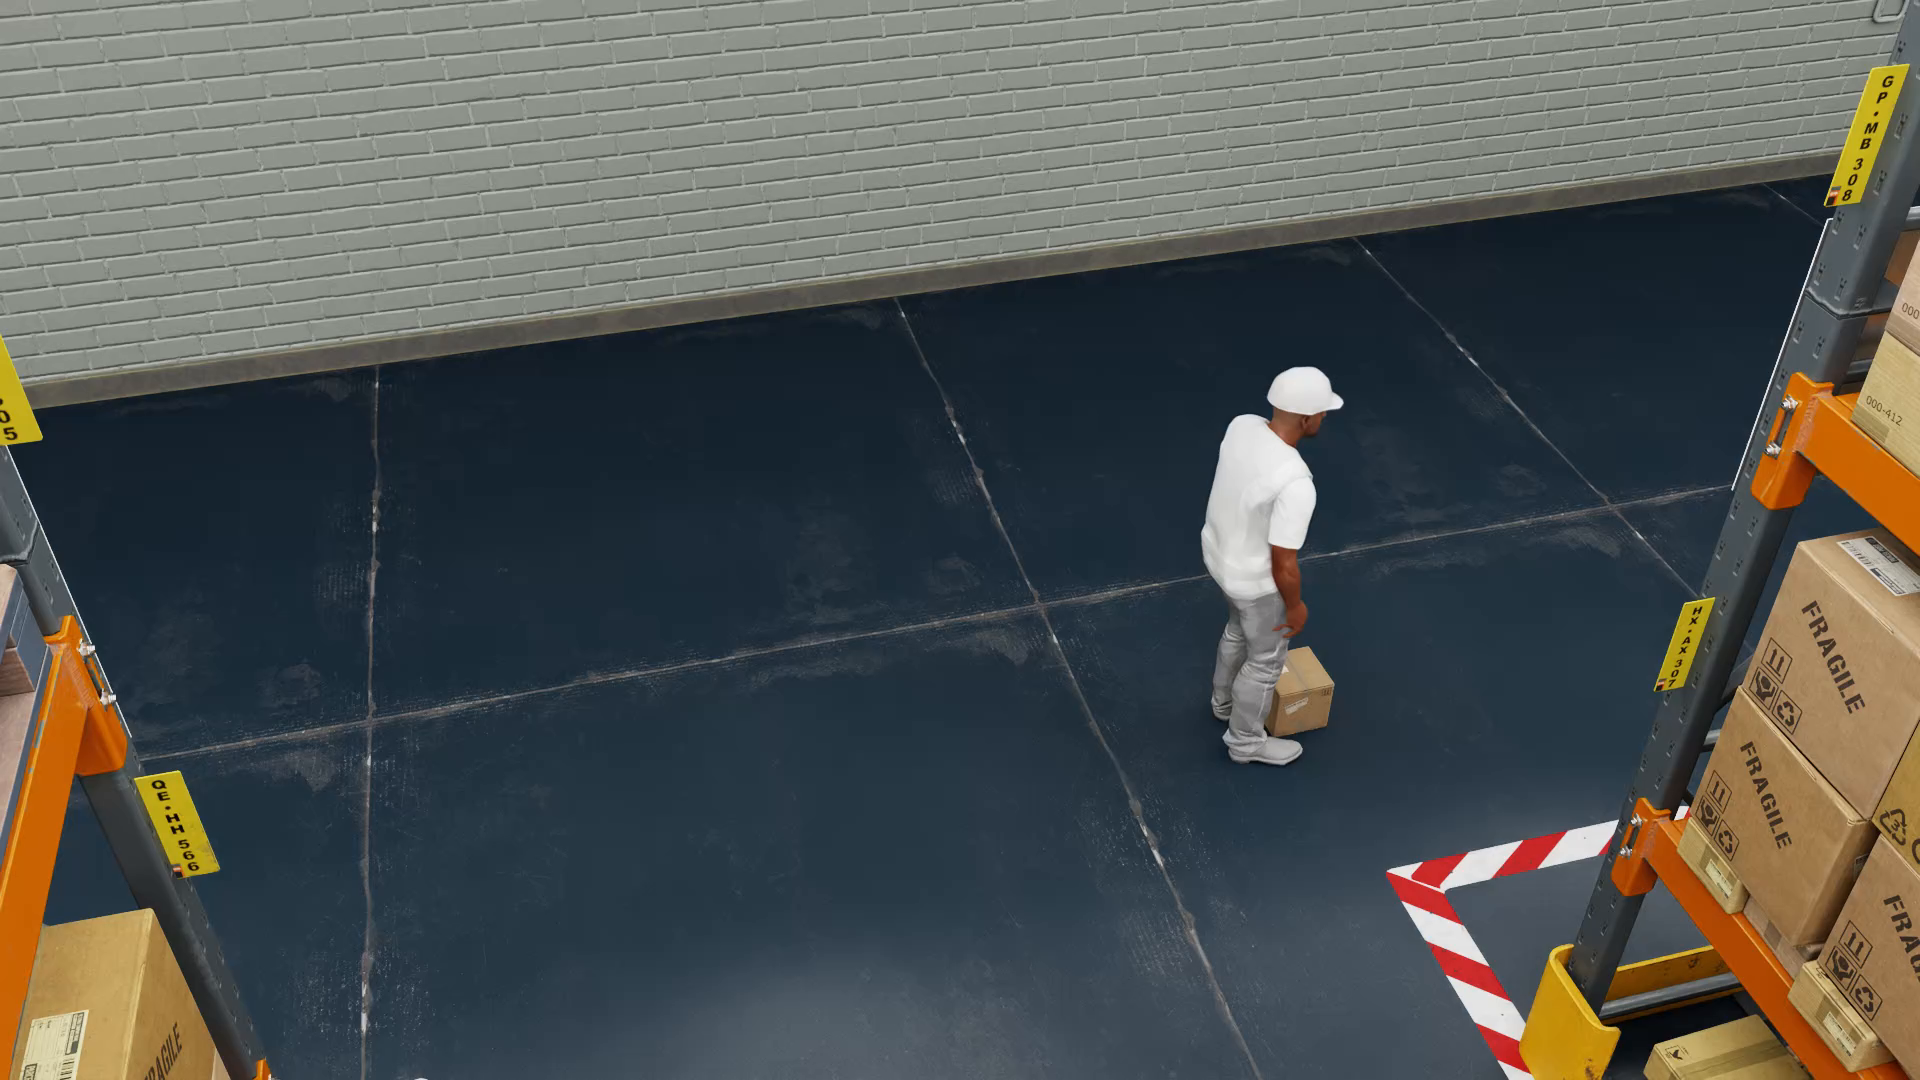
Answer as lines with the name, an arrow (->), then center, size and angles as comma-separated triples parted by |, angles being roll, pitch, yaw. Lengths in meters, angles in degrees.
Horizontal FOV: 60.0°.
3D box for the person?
person -> 1.200, 0.096, 6.576 | 0.462, 1.761, 0.629 | -10, 39, -12
